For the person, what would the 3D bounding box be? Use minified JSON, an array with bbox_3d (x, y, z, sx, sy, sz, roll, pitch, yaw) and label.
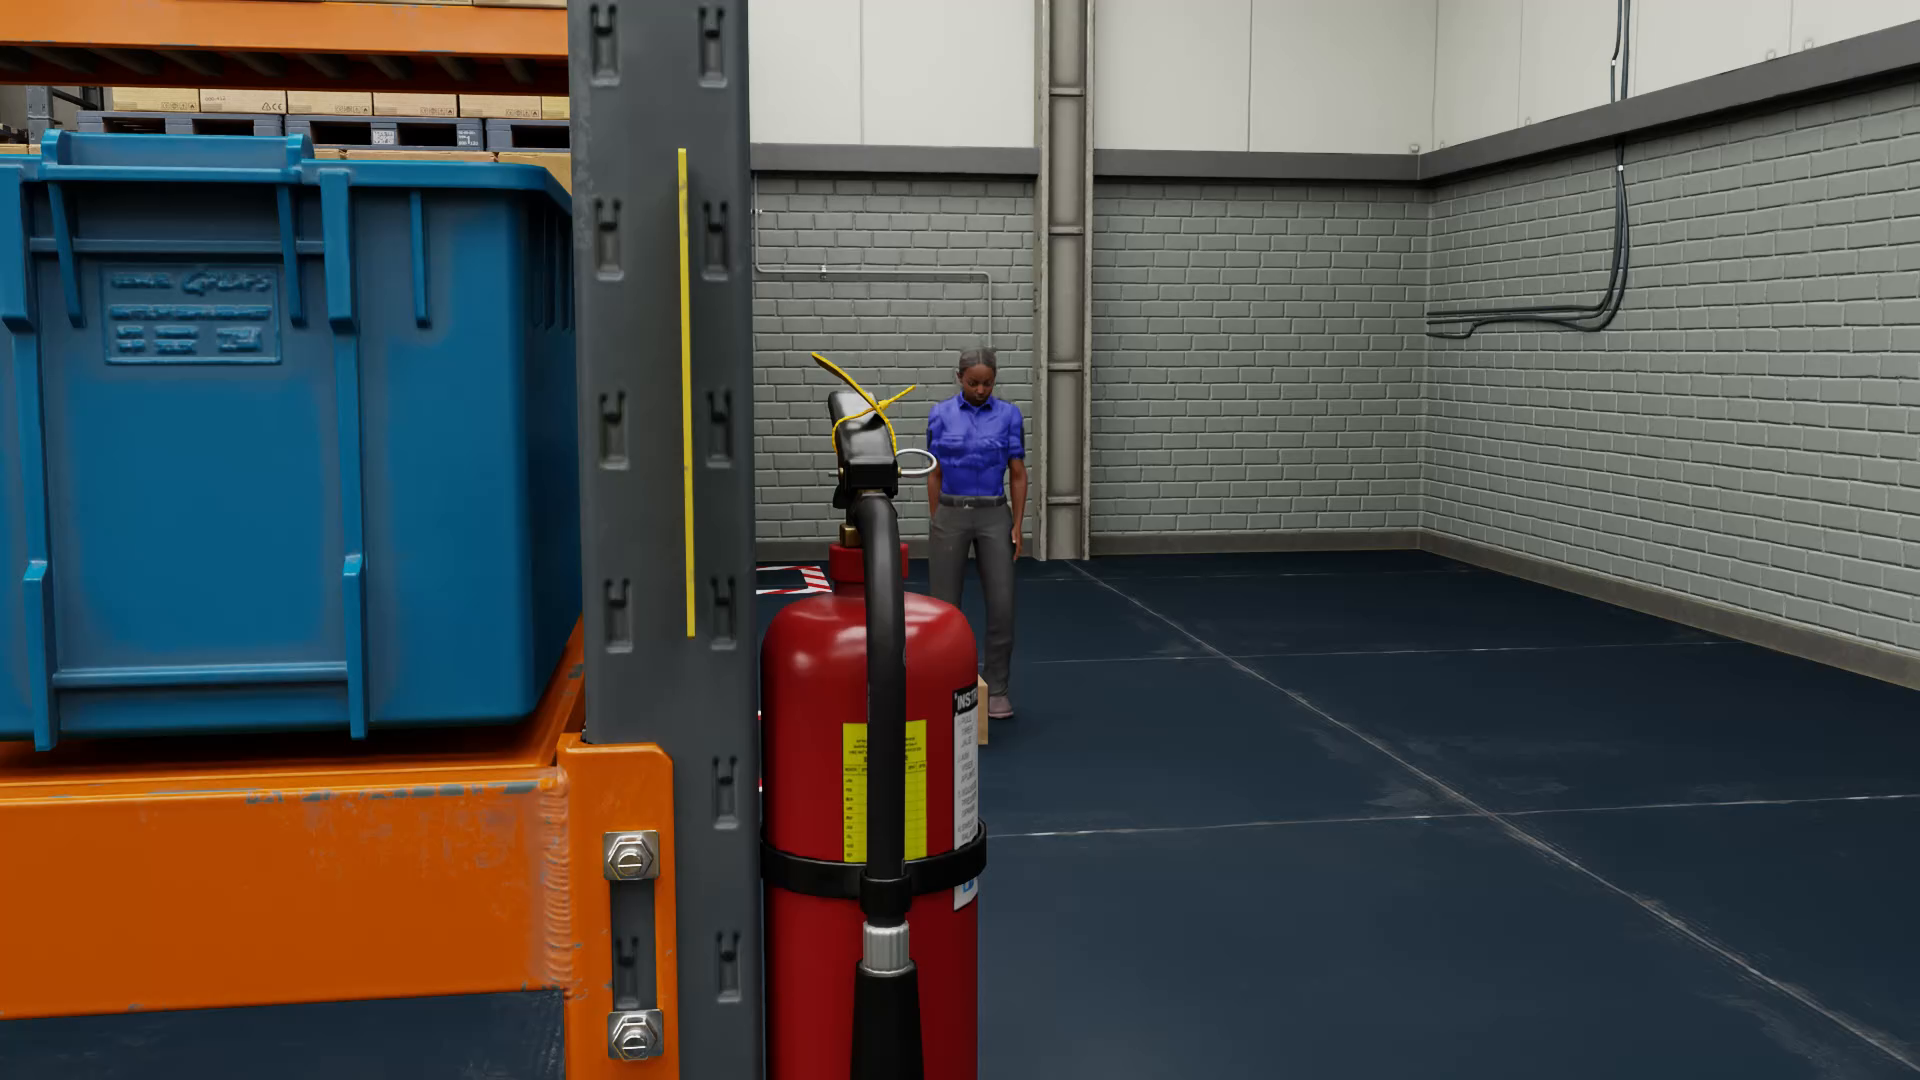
[{"bbox_3d":[0.078,-0.022,7.319,0.453,1.612,0.366,0,7,-2],"label":"person"}]
